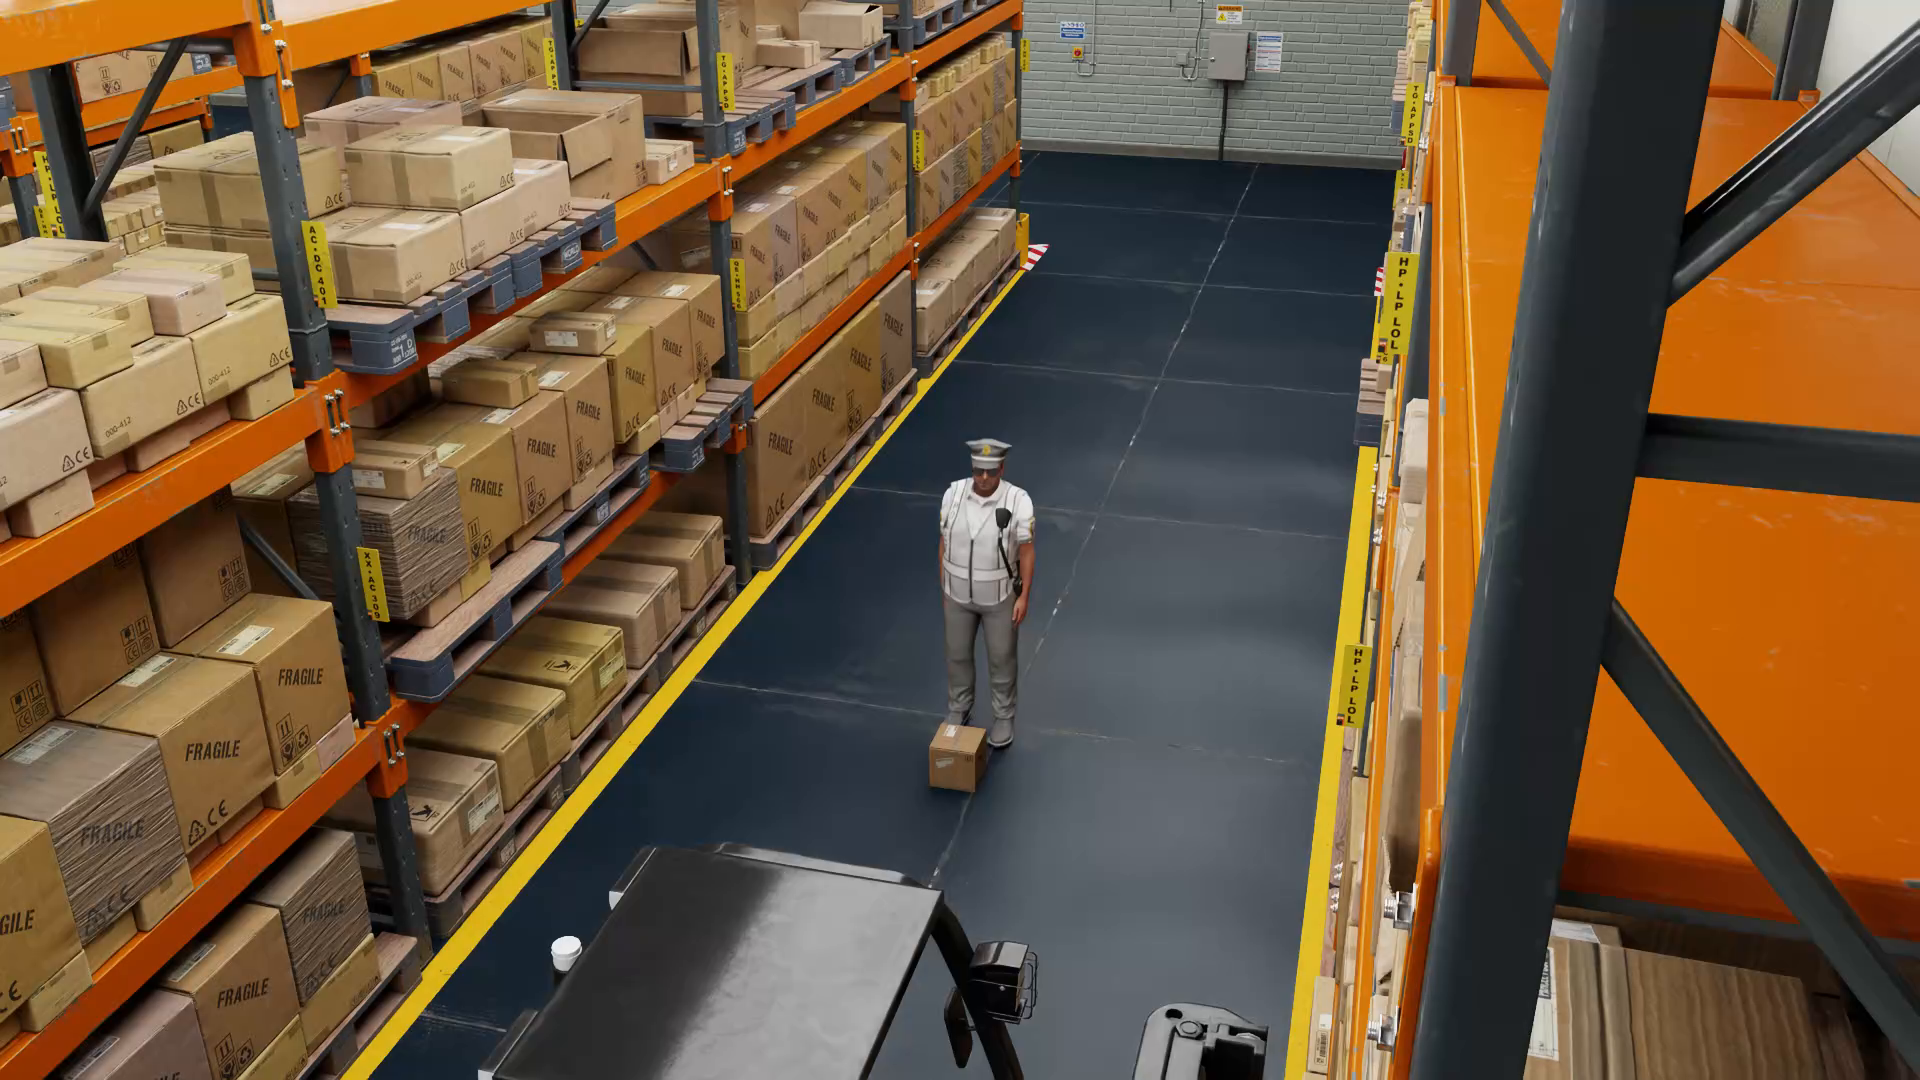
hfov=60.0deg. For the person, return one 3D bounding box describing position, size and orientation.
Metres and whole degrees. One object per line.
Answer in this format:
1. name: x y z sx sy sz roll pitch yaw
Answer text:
1. person: 0.131 0.278 8.996 0.527 1.766 0.393 7 26 14
